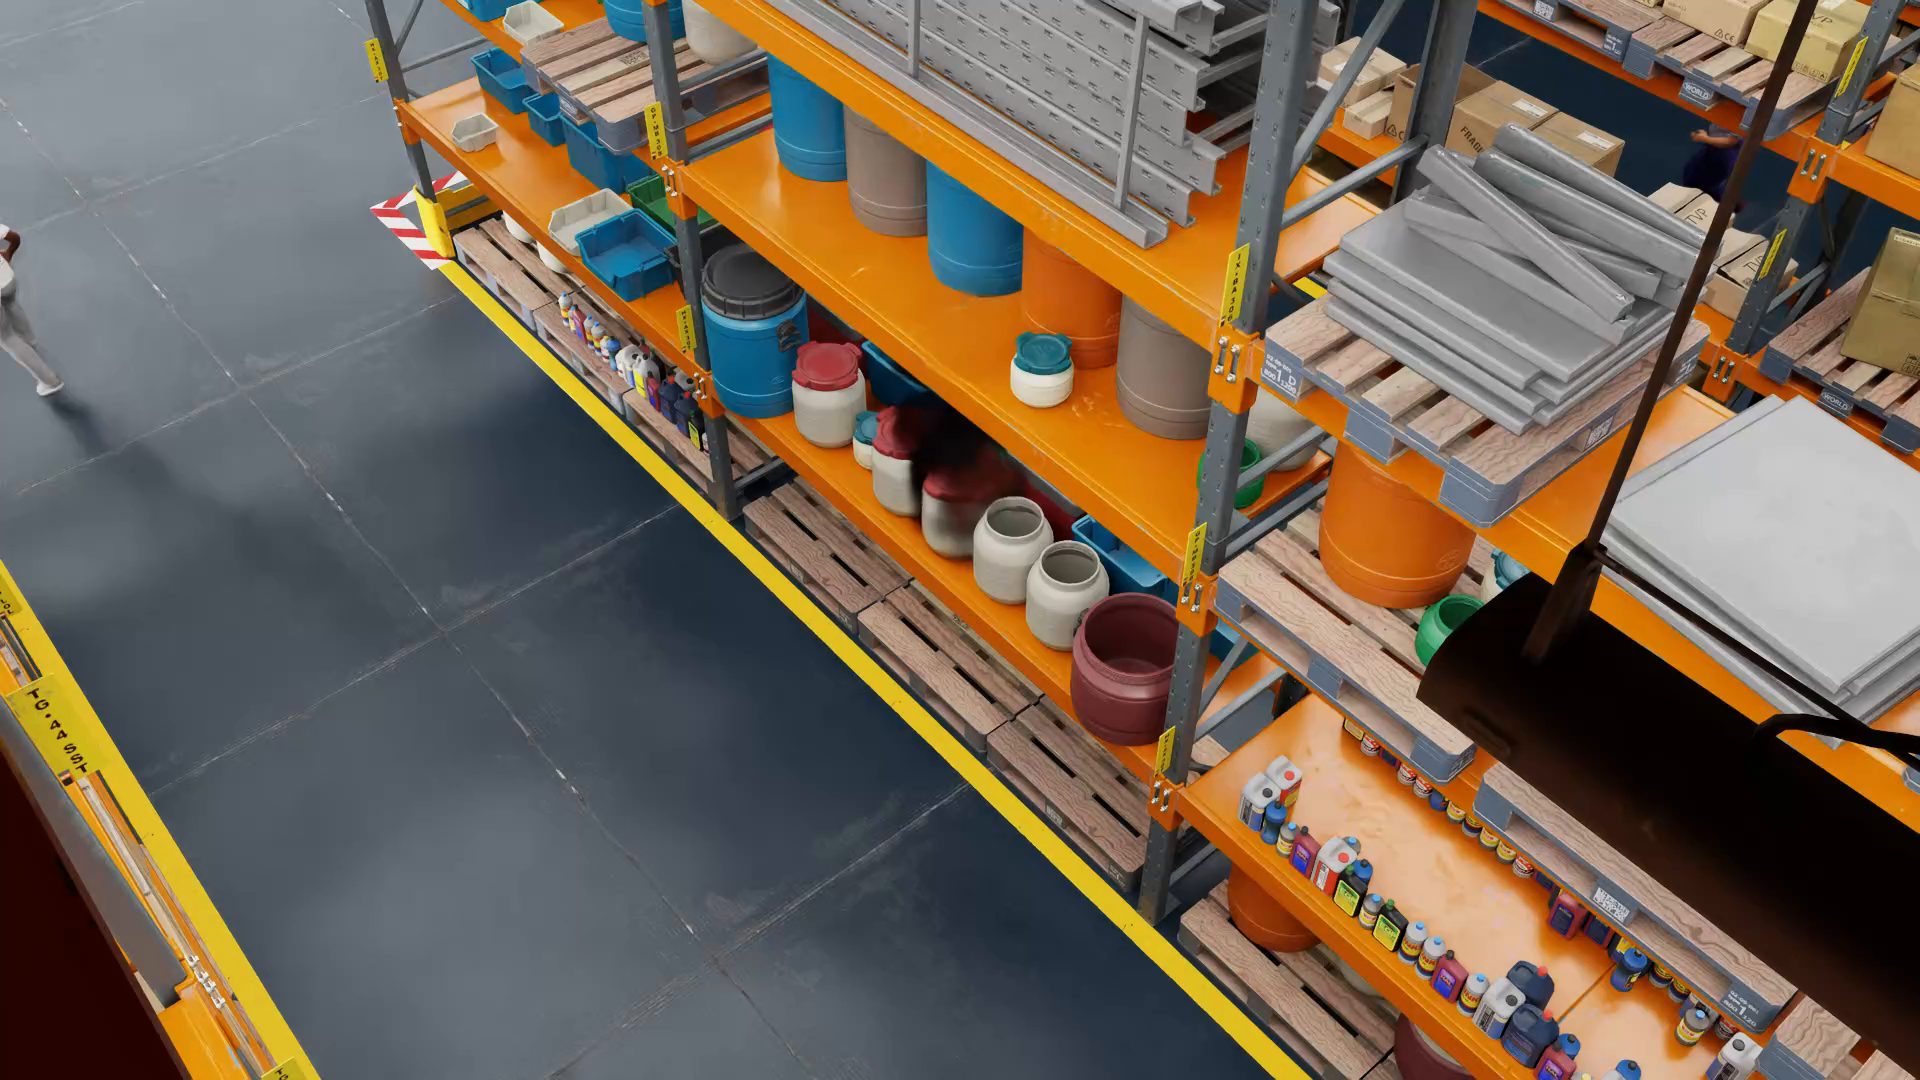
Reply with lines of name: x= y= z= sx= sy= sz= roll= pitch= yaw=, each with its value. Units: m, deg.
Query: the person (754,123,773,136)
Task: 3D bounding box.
person: x=-1.300 y=-2.773 z=12.471 sx=0.678 sy=1.669 sz=0.591 roll=-35 pitch=56 yaw=-29

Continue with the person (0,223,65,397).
person: x=-6.727 y=-1.727 z=11.467 sx=0.918 sy=1.701 sz=0.583 roll=23 pitch=51 yaw=20

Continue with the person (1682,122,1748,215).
person: x=5.839 y=-2.951 z=12.695 sx=0.551 sy=1.583 sz=0.607 roll=29 pitch=53 yaw=25
